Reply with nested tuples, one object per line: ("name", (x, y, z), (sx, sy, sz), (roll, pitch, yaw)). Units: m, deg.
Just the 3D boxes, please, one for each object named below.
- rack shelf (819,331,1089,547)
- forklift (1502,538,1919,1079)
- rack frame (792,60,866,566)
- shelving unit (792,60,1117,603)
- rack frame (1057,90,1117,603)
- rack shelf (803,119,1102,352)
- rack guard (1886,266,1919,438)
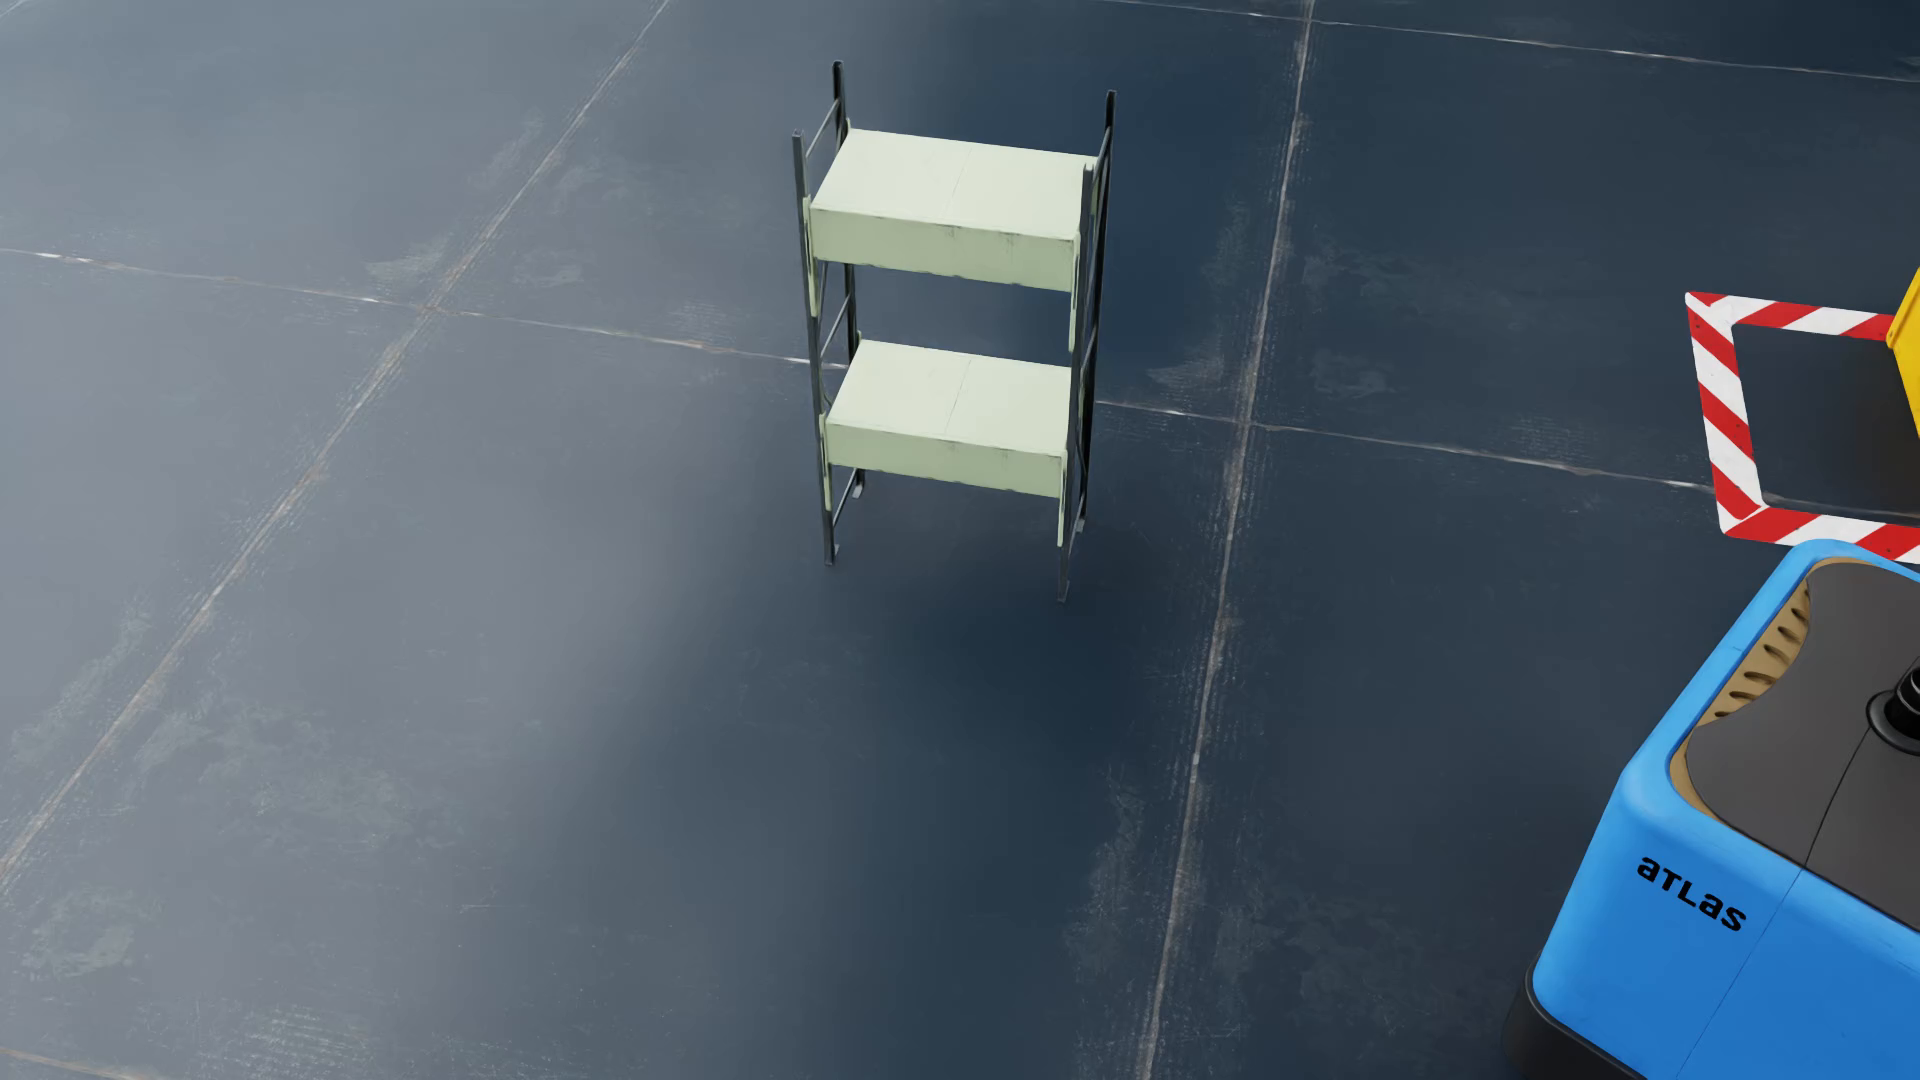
("rack shelf", (-0.007, -0.306, 4.957), (0.720, 0.370, 0.431), (9, 45, 9))
("forklift", (2.712, 0.618, 2.495), (3.031, 2.935, 1.130), (32, 52, 29))
("rack frame", (-0.364, -0.597, 4.789), (0.023, 1.500, 0.400), (9, 45, 9))
("shelving unit", (-0.007, -0.541, 4.731), (0.755, 1.500, 0.431), (9, 45, 9))
("rack frame", (0.351, -0.486, 4.673), (0.023, 1.500, 0.400), (9, 45, 9))
("rack shelf", (-0.007, -0.823, 4.460), (0.720, 0.370, 0.431), (9, 45, 9))
("rack guard", (3.400, -0.531, 5.441), (0.348, 0.500, 1.175), (9, 45, 9))
